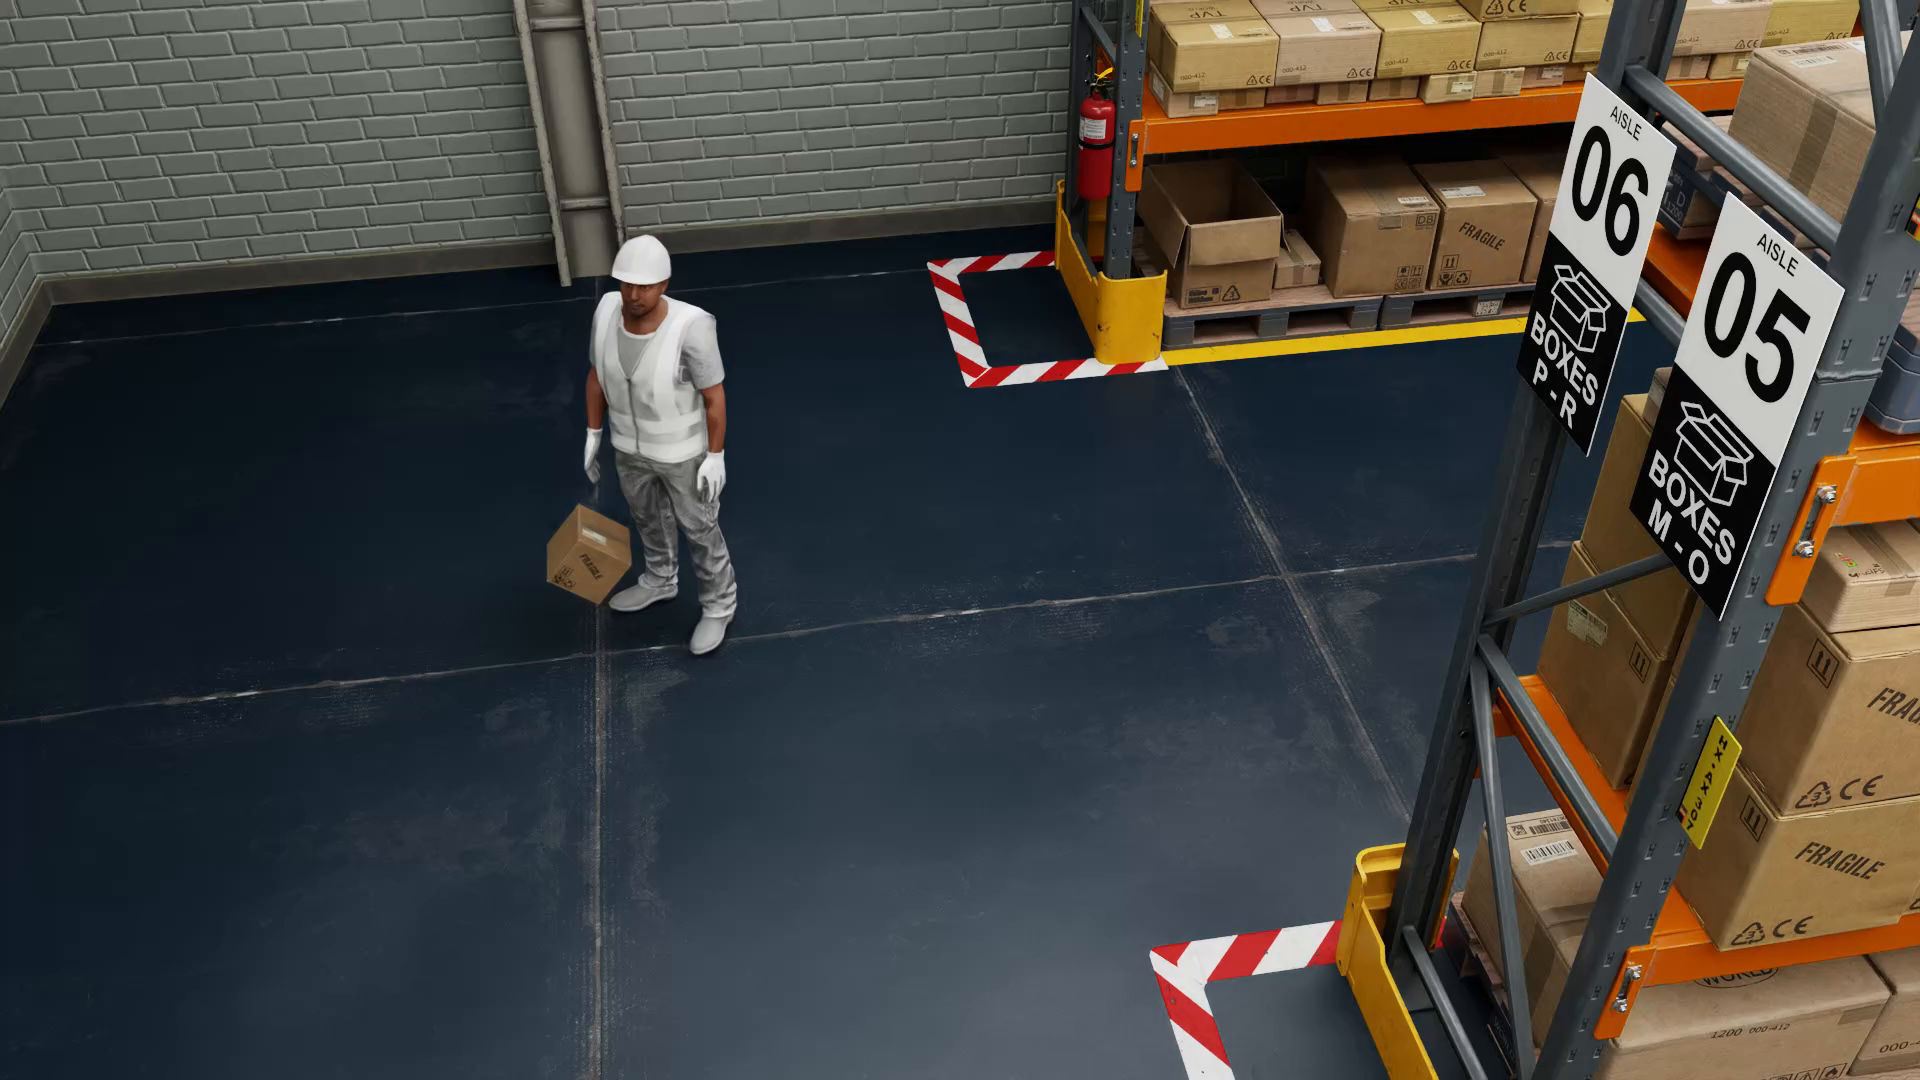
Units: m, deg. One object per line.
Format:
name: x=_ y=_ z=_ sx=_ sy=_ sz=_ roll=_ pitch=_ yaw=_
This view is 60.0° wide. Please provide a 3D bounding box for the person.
person: x=-1.196 y=-0.367 z=6.563 sx=0.628 sy=1.792 sz=0.405 roll=16 pitch=41 yaw=20
